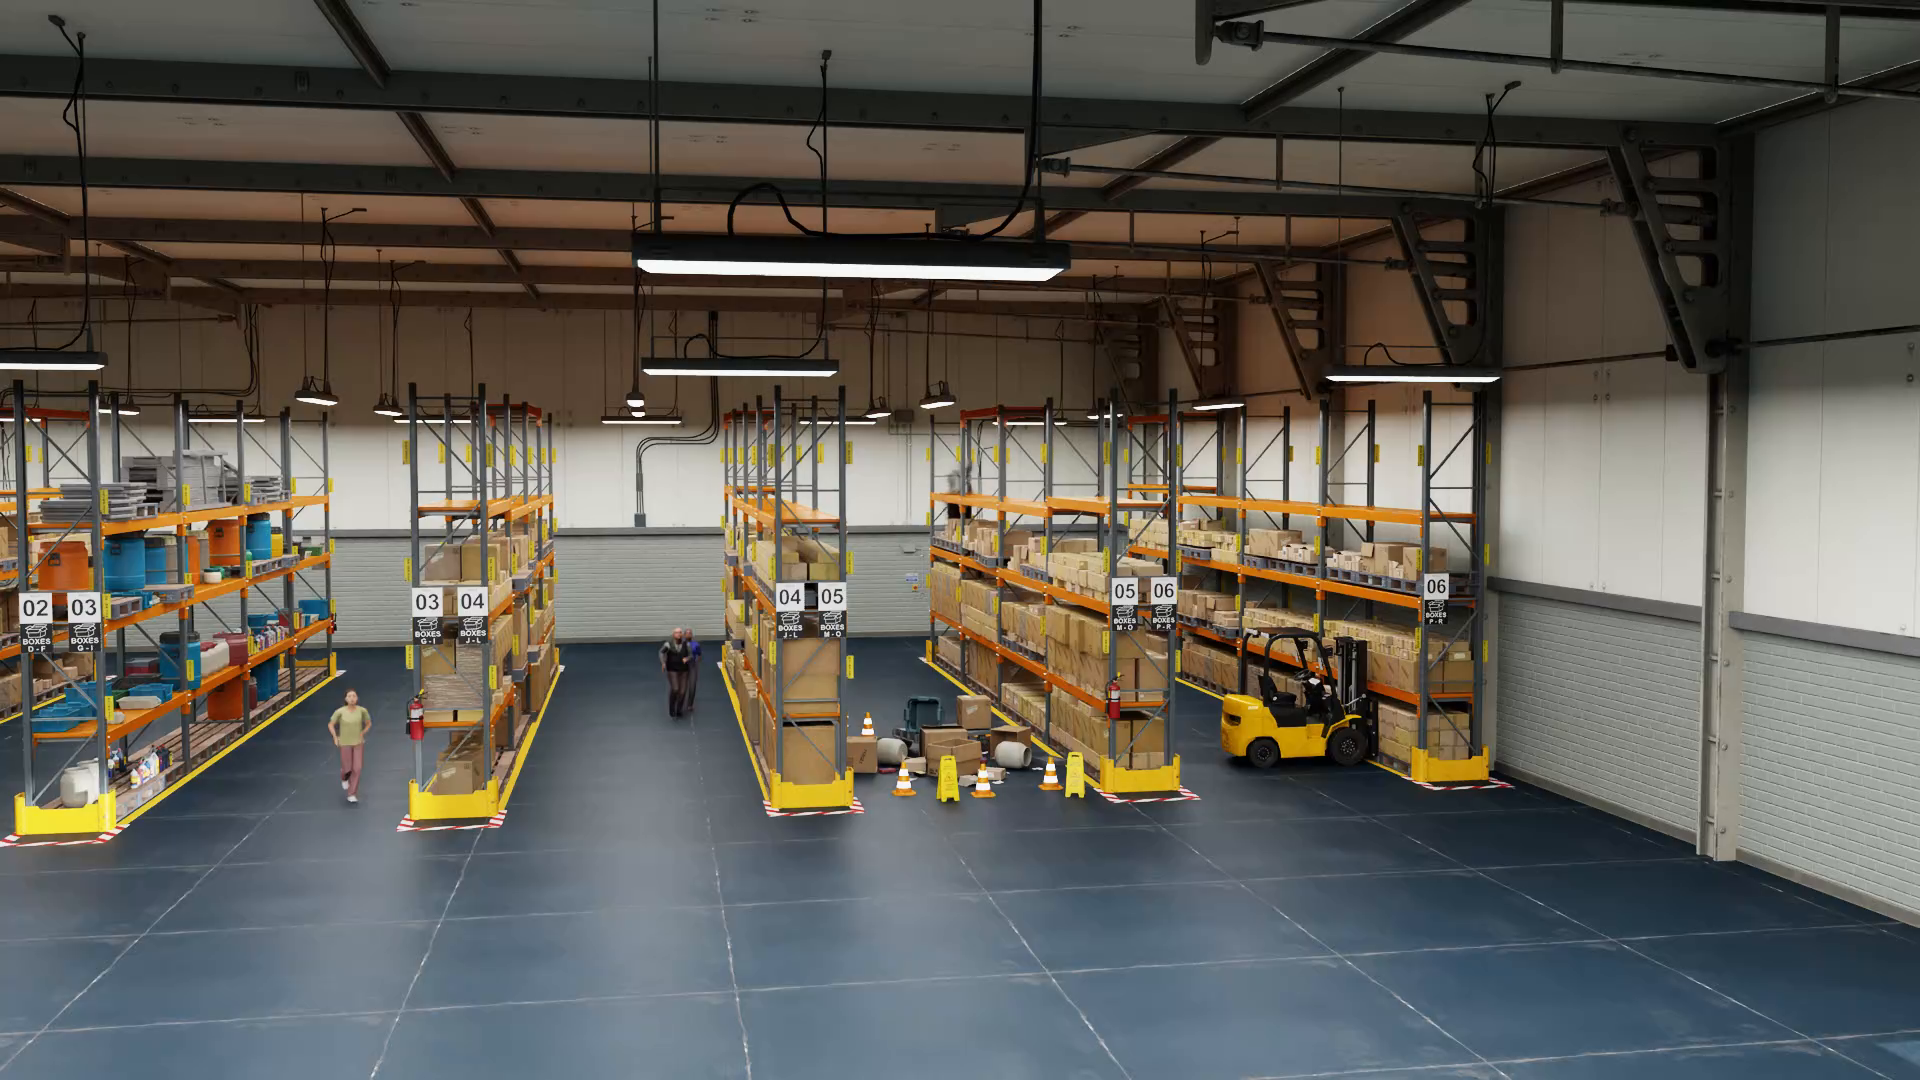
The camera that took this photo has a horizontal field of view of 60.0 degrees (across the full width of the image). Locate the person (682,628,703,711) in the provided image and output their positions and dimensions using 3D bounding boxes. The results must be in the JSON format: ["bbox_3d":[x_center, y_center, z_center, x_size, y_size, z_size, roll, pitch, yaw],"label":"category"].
[{"bbox_3d":[-5.325,2.542,32.644,0.572,1.605,0.574,-1,3,-15],"label":"person"}]

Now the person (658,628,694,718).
[{"bbox_3d":[-5.391,2.534,31.765,0.633,1.703,0.683,-1,3,-23],"label":"person"}]

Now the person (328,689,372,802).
[{"bbox_3d":[-8.836,2.965,24.140,0.596,1.623,0.597,-2,3,-30],"label":"person"}]
